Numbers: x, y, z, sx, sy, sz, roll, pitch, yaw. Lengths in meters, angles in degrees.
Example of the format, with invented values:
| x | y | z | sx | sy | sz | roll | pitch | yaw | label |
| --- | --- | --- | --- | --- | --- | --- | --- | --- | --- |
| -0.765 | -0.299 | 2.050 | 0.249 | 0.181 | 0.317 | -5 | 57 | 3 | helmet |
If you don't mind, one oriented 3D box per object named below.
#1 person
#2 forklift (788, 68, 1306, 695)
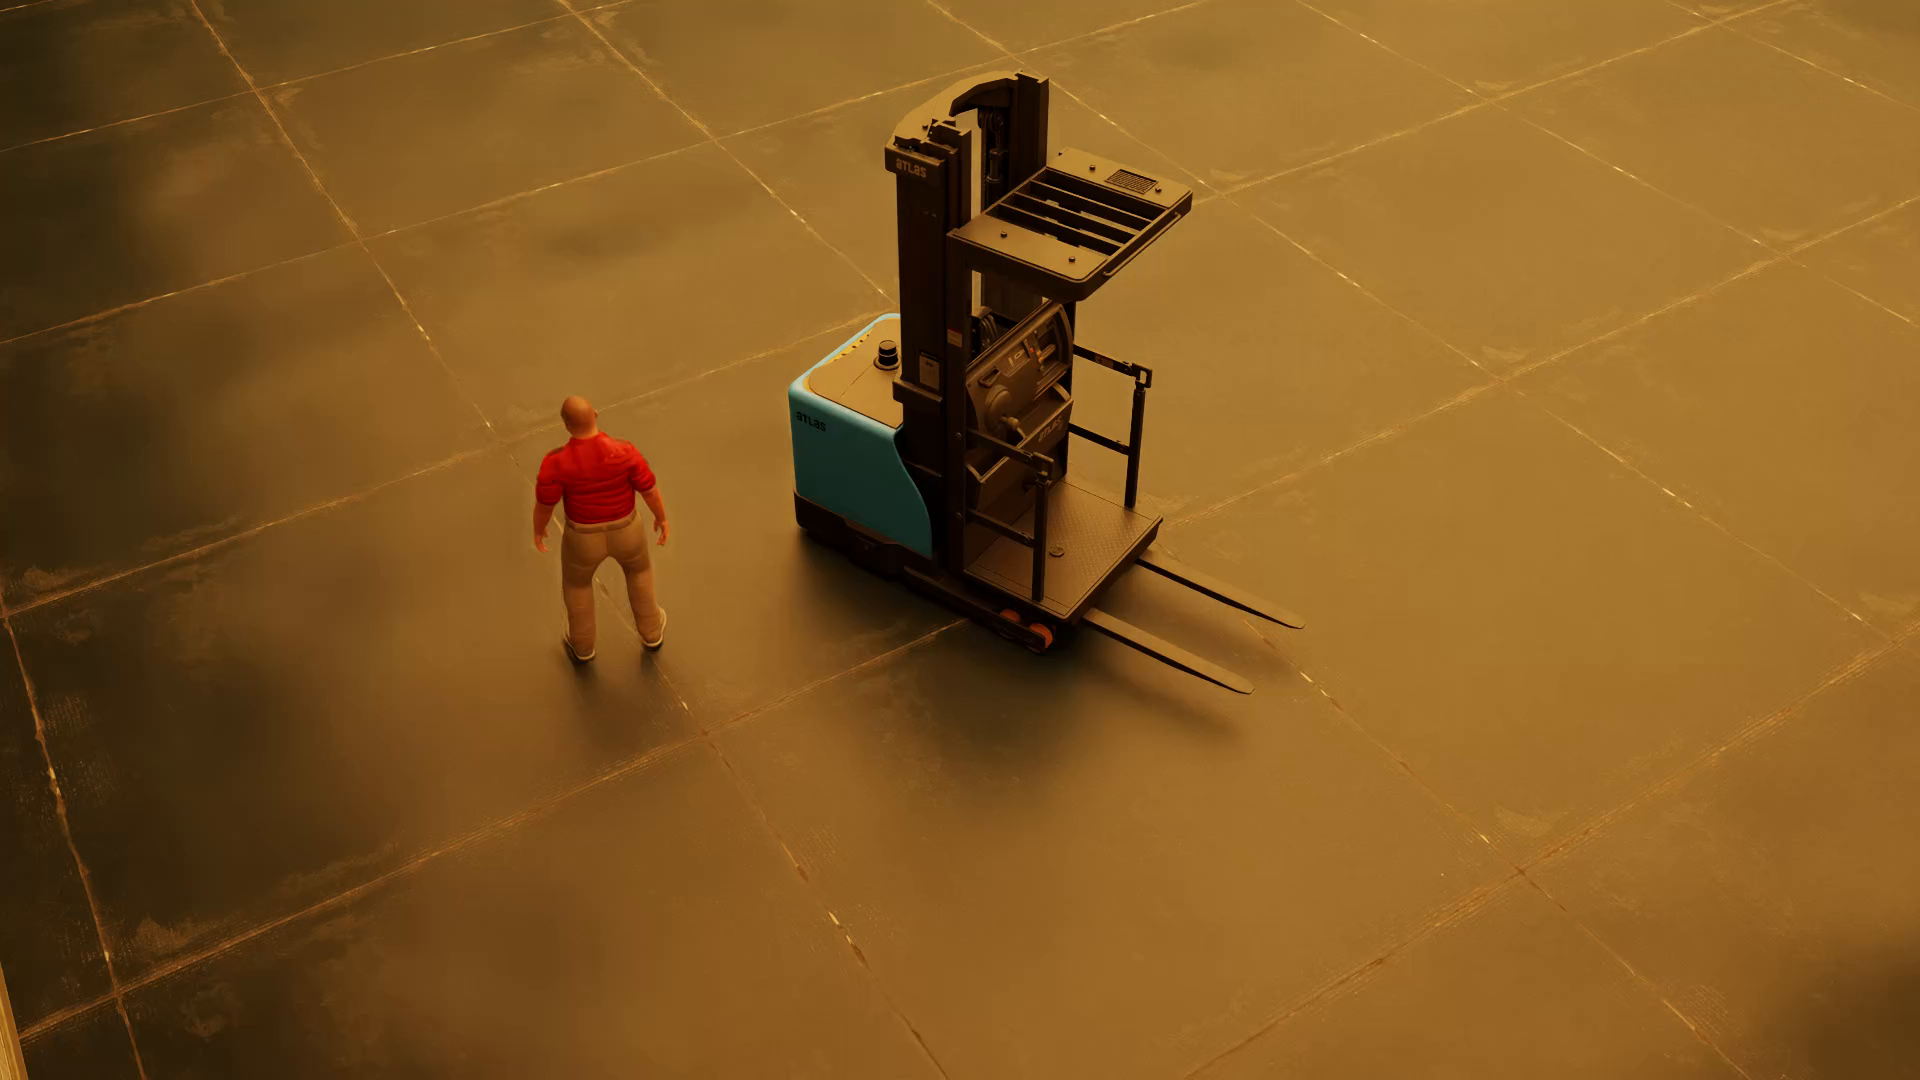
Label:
| x | y | z | sx | sy | sz | roll | pitch | yaw | label |
| --- | --- | --- | --- | --- | --- | --- | --- | --- | --- |
| -1.918 | -0.079 | 8.880 | 0.708 | 1.721 | 0.416 | -11 | 42 | -13 | person |
| 0.496 | -0.872 | 8.869 | 3.031 | 2.935 | 1.130 | 25 | 47 | 26 | forklift |
